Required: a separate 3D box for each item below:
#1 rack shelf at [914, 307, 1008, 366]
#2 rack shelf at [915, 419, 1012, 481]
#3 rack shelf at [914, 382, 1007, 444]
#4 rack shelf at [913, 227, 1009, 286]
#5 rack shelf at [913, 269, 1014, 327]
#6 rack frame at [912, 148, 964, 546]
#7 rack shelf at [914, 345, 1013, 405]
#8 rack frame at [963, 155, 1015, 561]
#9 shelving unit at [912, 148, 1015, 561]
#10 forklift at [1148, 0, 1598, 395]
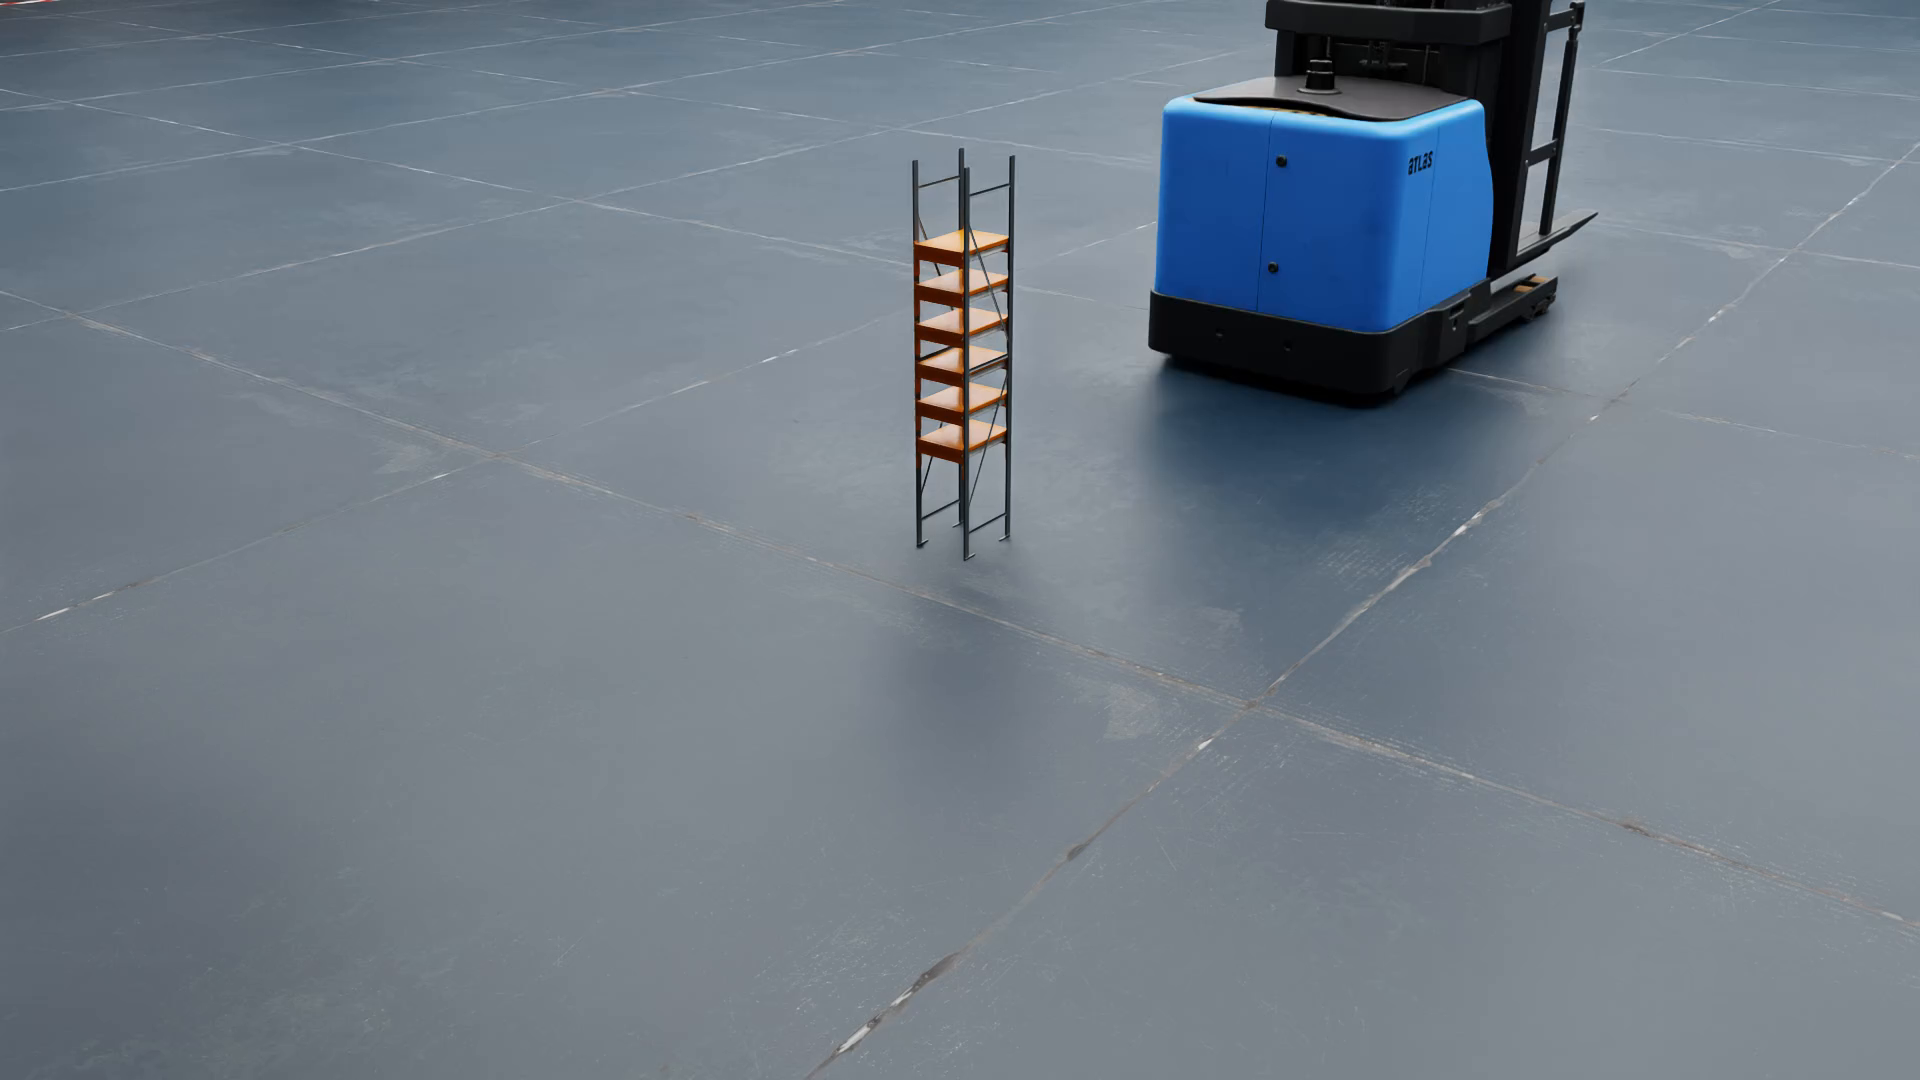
[{"bbox_3d":[0.012,-0.615,4.970,0.180,0.103,0.258,17,29,33],"label":"rack shelf"},{"bbox_3d":[0.012,-0.285,5.115,0.180,0.103,0.258,17,29,33],"label":"rack shelf"},{"bbox_3d":[0.012,-0.395,5.066,0.180,0.103,0.258,17,29,33],"label":"rack shelf"},{"bbox_3d":[0.012,-0.834,4.873,0.180,0.103,0.258,17,29,33],"label":"rack shelf"},{"bbox_3d":[0.012,-0.725,4.921,0.180,0.103,0.258,17,29,33],"label":"rack shelf"},{"bbox_3d":[-0.062,-0.568,5.050,0.006,1.200,0.240,17,29,33],"label":"rack frame"},{"bbox_3d":[0.012,-0.505,5.018,0.180,0.103,0.258,17,29,33],"label":"rack shelf"},{"bbox_3d":[0.085,-0.523,4.950,0.006,1.200,0.240,17,29,33],"label":"rack frame"},{"bbox_3d":[0.012,-0.546,5.000,0.189,1.200,0.258,17,29,33],"label":"shelving unit"},{"bbox_3d":[2.078,-2.425,7.118,1.130,2.935,3.031,17,29,34],"label":"forklift"}]
